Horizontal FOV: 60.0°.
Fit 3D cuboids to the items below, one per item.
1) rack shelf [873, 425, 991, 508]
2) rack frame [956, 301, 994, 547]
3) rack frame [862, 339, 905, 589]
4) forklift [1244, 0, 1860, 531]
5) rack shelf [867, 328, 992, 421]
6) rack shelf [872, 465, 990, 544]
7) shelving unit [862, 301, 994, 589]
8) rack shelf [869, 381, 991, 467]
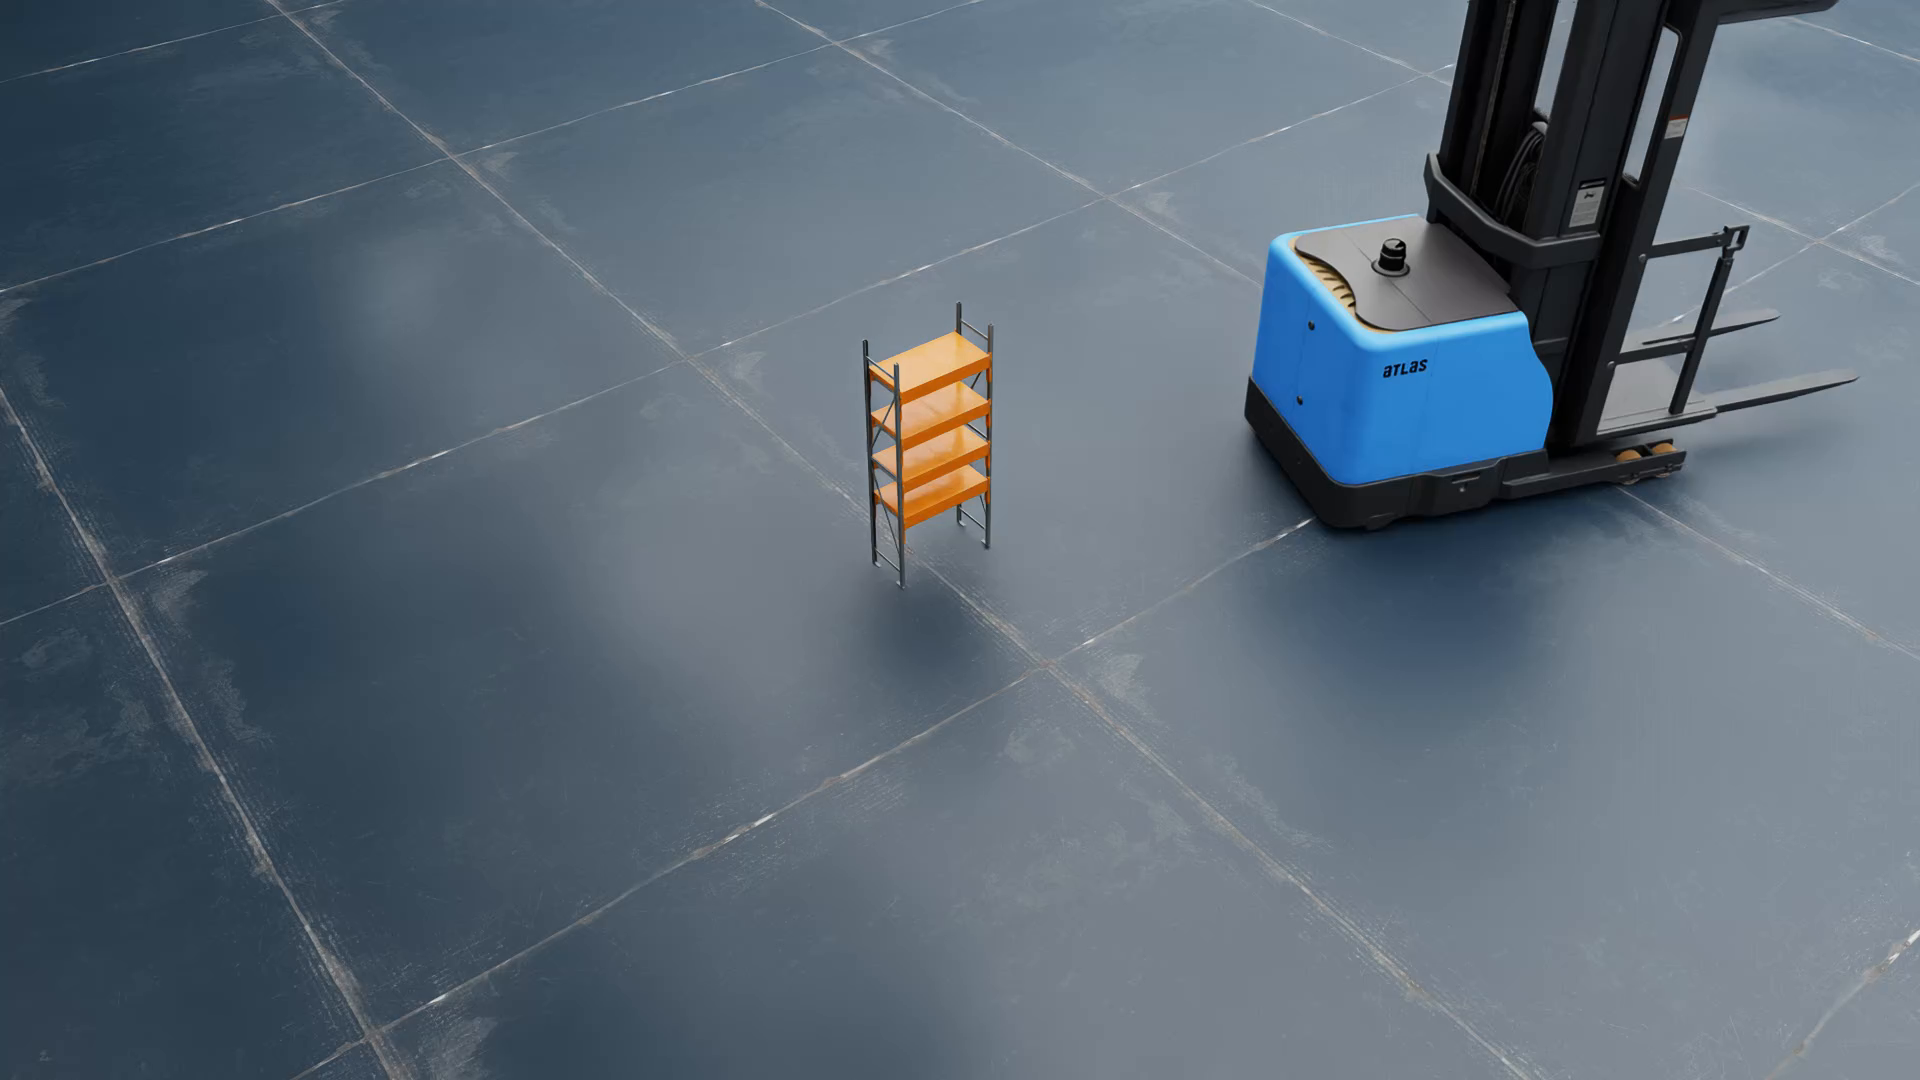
[{"bbox_3d":[-0.131,-0.348,7.334,0.480,0.148,0.258,-26,46,-28],"label":"rack shelf"},{"bbox_3d":[0.062,-0.494,7.406,0.015,1.200,0.240,-26,46,-28],"label":"rack frame"},{"bbox_3d":[-0.325,-0.306,7.177,0.015,1.200,0.240,-26,46,-28],"label":"rack frame"},{"bbox_3d":[3.012,-1.713,7.527,3.031,2.935,1.130,-11,41,-13],"label":"forklift"},{"bbox_3d":[-0.131,-0.704,7.042,0.480,0.148,0.258,-26,46,-28],"label":"rack shelf"},{"bbox_3d":[-0.131,-0.194,7.460,0.480,0.148,0.258,-26,46,-28],"label":"rack shelf"},{"bbox_3d":[-0.131,-0.400,7.291,0.503,1.200,0.258,-26,46,-28],"label":"shelving unit"},{"bbox_3d":[-0.131,-0.521,7.192,0.480,0.148,0.258,-26,46,-28],"label":"rack shelf"}]
